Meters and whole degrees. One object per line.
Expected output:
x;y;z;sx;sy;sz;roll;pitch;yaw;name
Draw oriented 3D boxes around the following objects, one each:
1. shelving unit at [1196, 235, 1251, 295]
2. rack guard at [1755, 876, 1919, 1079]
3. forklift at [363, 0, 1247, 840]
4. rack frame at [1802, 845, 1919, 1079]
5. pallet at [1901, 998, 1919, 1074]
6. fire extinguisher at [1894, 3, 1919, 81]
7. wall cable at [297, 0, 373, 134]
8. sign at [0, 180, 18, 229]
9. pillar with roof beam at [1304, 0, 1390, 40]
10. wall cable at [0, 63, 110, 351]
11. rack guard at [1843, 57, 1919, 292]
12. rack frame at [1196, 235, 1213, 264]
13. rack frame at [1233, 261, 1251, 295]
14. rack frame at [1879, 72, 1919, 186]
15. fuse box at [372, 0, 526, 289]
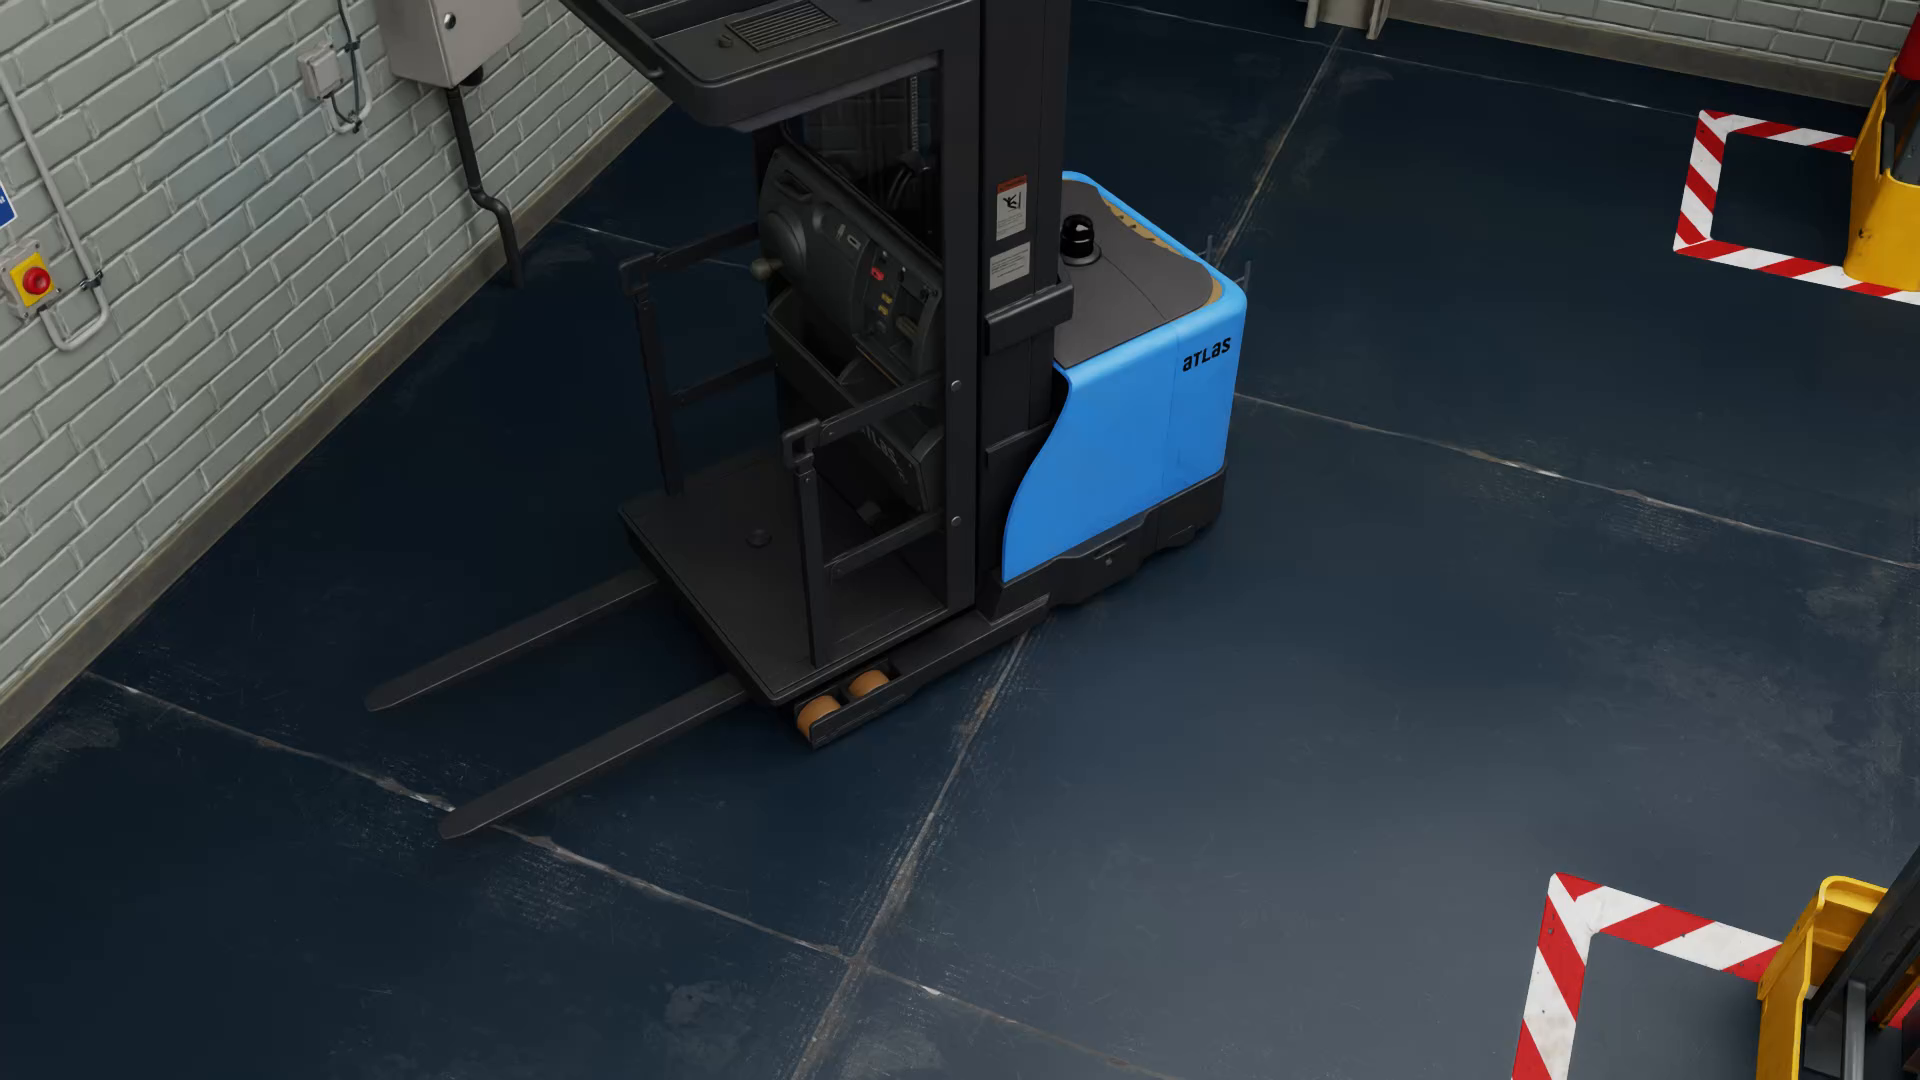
0.888;-0.691;6.307;0.258;0.900;0.210;-28;51;-25;shelving unit
2.327;1.520;4.368;0.348;0.500;1.175;16;47;16;rack guard
-0.515;-0.783;4.959;3.031;2.935;1.130;-26;51;-24;forklift
2.349;0.641;3.479;0.127;3.000;1.000;16;47;16;rack frame
3.117;1.795;4.296;1.213;0.211;1.003;16;47;16;pallet
3.943;-2.171;6.624;0.183;0.674;0.296;16;47;16;fire extinguisher
-2.328;-2.162;5.576;0.122;1.984;0.588;16;47;16;wall cable
-2.939;-0.956;4.893;0.001;0.218;0.327;16;47;16;sign
0.458;-3.235;3.121;0.400;9.000;9.100;16;47;16;pillar with roof beam
-2.864;-1.247;4.634;0.123;1.953;0.585;16;47;16;wall cable
4.327;-1.685;7.589;0.348;0.500;1.175;16;47;16;rack guard
0.828;-0.749;6.365;0.240;0.900;0.006;-28;51;-25;rack frame
0.949;-0.634;6.249;0.240;0.900;0.006;-28;51;-25;rack frame
4.257;-2.591;6.728;0.127;3.000;1.000;16;47;16;rack frame
-1.920;-1.746;6.792;0.414;1.711;0.539;16;47;16;fuse box
